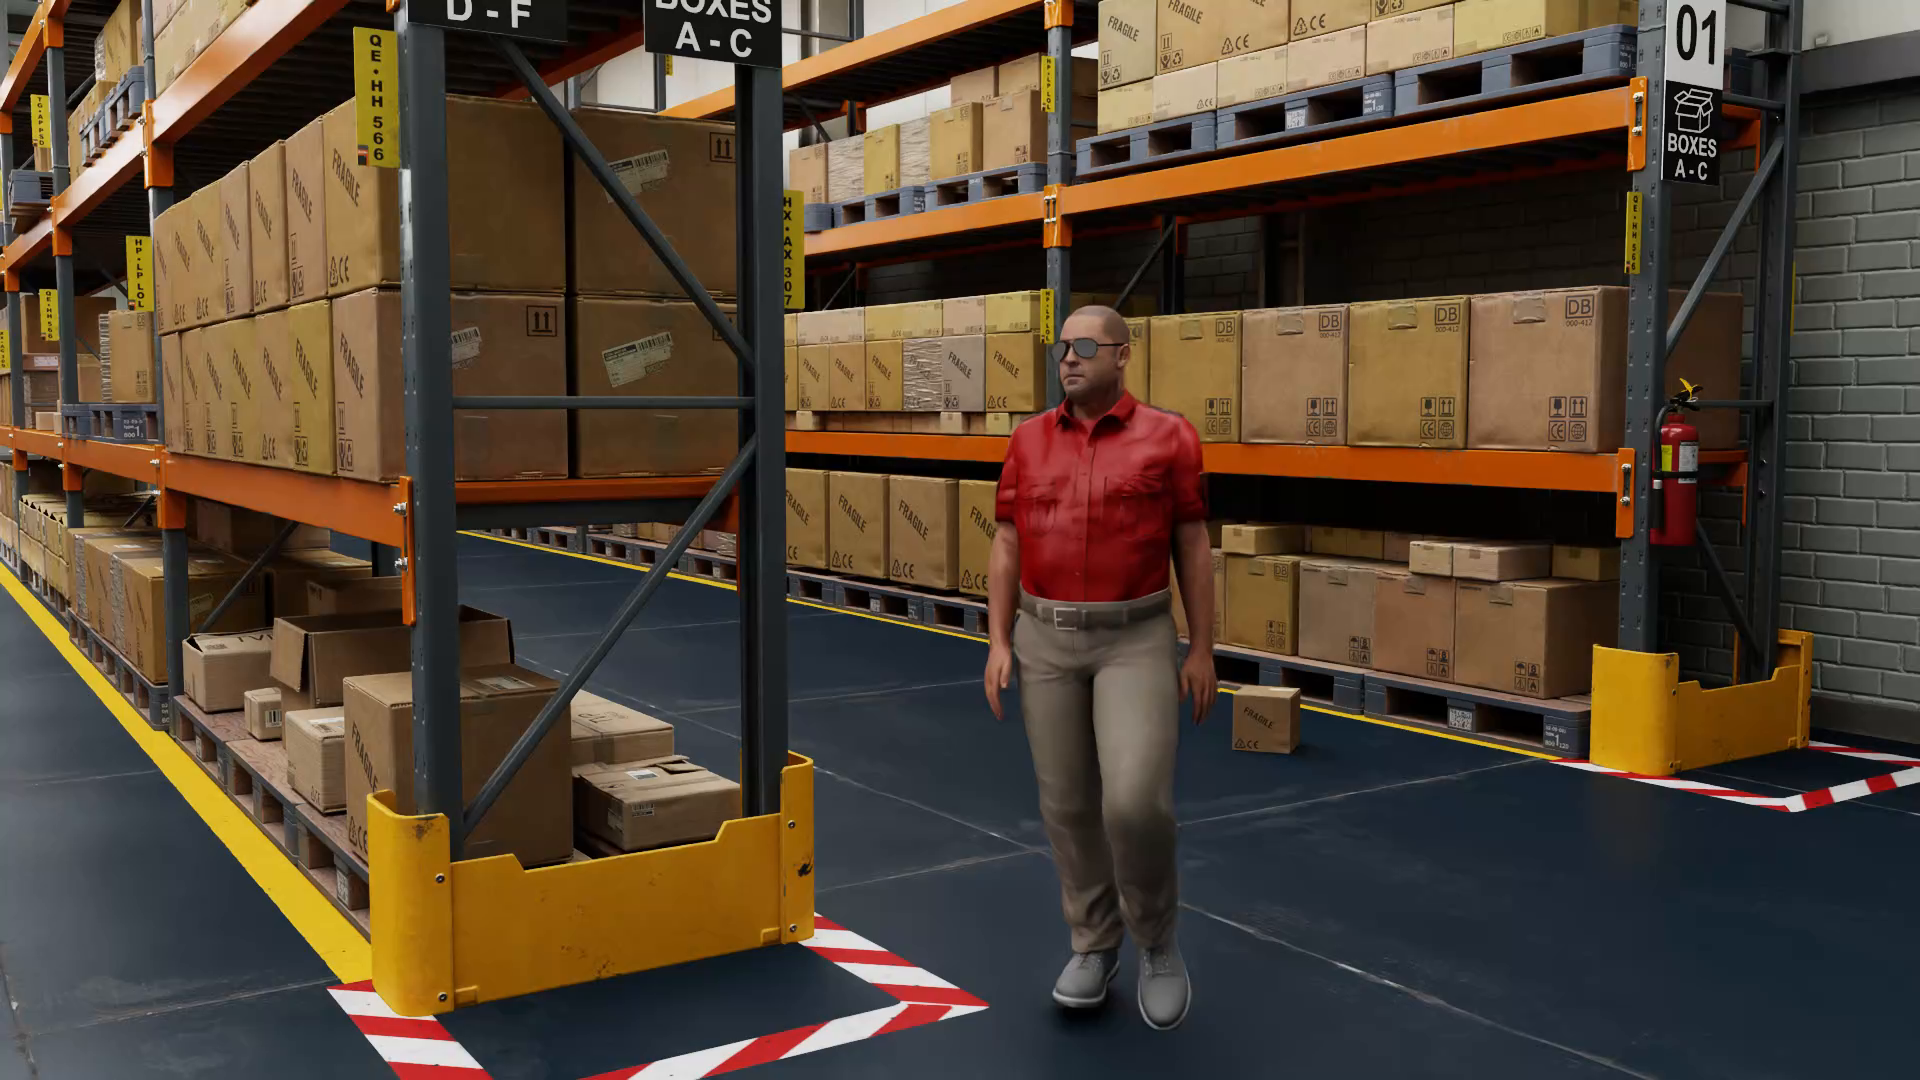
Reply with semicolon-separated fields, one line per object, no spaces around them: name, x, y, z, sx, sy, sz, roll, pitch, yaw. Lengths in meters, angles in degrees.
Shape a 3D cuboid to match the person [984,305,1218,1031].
person;0.315;0.306;4.048;0.567;1.755;0.472;2;5;22
